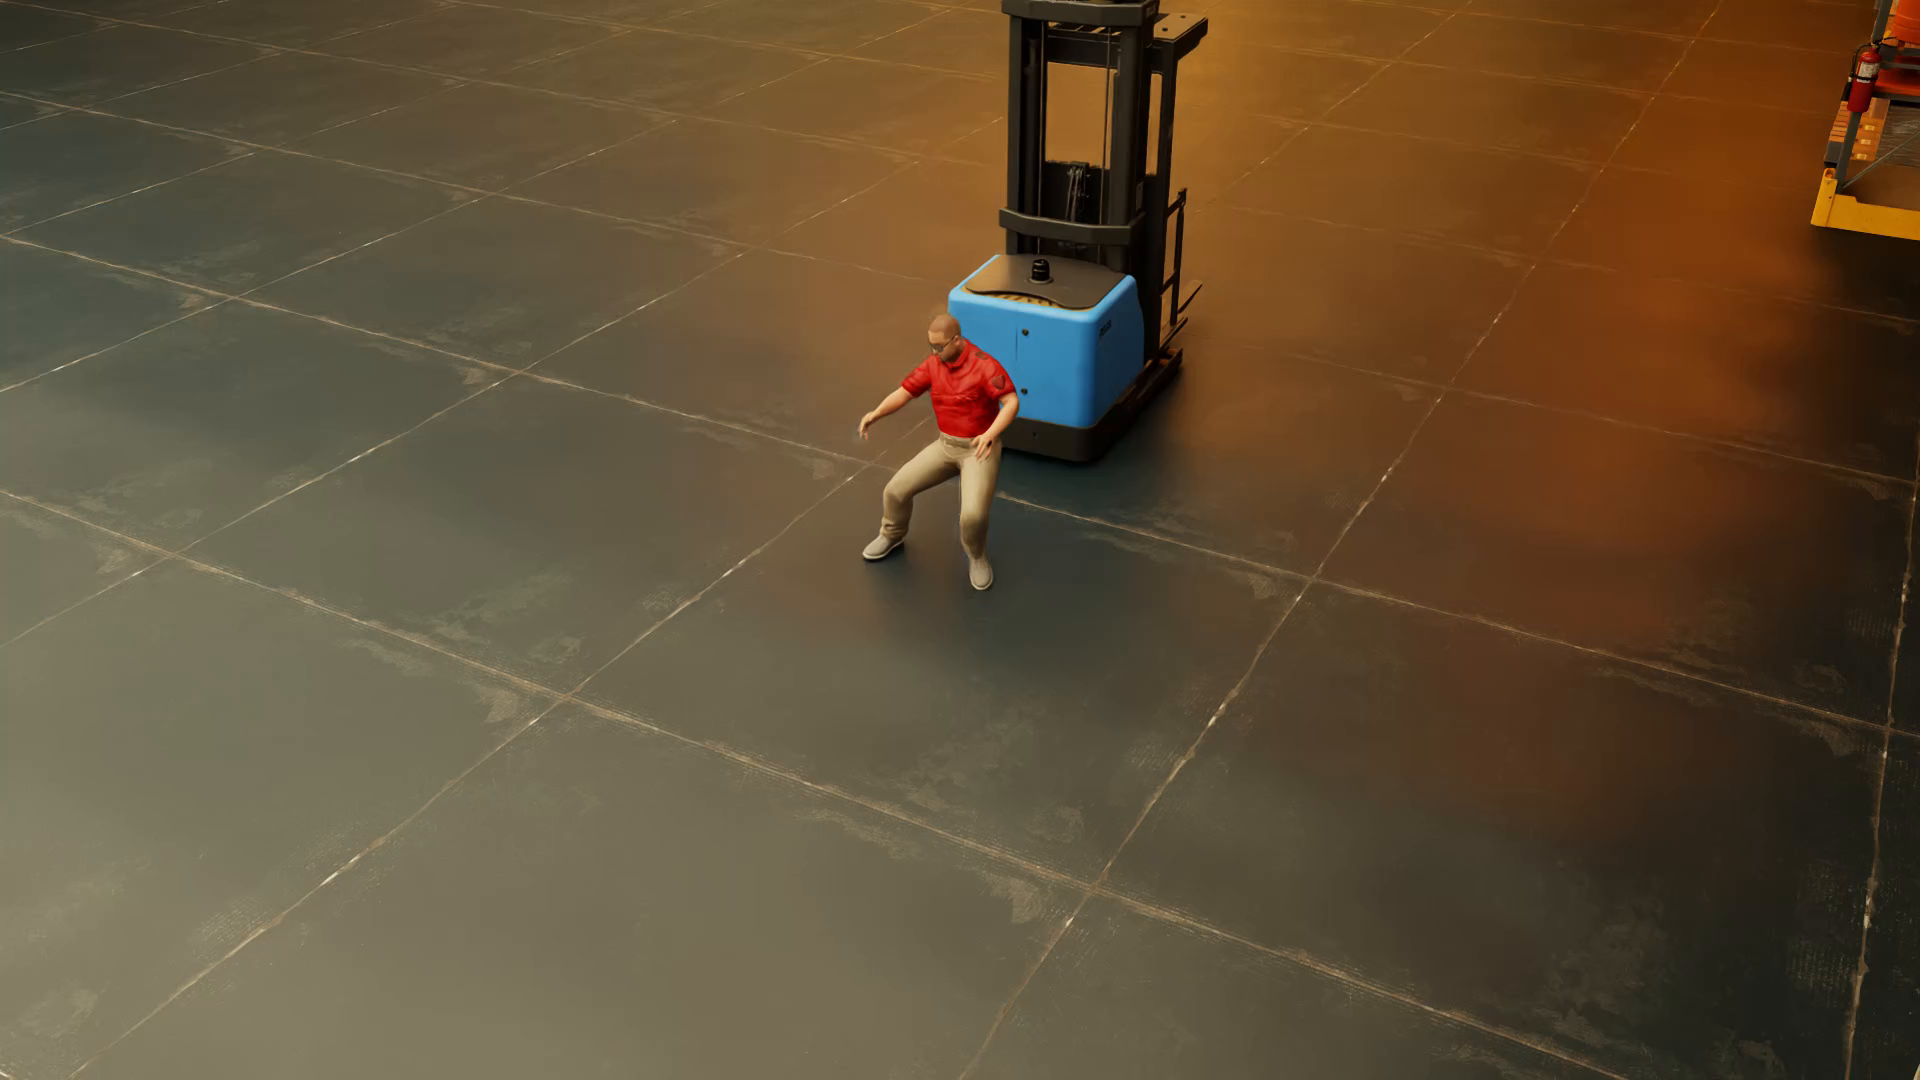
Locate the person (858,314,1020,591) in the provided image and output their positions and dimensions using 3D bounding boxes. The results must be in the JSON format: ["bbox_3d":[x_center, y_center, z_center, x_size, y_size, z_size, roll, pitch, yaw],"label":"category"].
[{"bbox_3d":[-0.110,-0.483,9.307,0.959,1.527,0.746,24,38,35],"label":"person"}]

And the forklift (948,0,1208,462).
[{"bbox_3d":[0.977,-2.491,11.388,1.130,2.935,3.031,13,32,21],"label":"forklift"}]
